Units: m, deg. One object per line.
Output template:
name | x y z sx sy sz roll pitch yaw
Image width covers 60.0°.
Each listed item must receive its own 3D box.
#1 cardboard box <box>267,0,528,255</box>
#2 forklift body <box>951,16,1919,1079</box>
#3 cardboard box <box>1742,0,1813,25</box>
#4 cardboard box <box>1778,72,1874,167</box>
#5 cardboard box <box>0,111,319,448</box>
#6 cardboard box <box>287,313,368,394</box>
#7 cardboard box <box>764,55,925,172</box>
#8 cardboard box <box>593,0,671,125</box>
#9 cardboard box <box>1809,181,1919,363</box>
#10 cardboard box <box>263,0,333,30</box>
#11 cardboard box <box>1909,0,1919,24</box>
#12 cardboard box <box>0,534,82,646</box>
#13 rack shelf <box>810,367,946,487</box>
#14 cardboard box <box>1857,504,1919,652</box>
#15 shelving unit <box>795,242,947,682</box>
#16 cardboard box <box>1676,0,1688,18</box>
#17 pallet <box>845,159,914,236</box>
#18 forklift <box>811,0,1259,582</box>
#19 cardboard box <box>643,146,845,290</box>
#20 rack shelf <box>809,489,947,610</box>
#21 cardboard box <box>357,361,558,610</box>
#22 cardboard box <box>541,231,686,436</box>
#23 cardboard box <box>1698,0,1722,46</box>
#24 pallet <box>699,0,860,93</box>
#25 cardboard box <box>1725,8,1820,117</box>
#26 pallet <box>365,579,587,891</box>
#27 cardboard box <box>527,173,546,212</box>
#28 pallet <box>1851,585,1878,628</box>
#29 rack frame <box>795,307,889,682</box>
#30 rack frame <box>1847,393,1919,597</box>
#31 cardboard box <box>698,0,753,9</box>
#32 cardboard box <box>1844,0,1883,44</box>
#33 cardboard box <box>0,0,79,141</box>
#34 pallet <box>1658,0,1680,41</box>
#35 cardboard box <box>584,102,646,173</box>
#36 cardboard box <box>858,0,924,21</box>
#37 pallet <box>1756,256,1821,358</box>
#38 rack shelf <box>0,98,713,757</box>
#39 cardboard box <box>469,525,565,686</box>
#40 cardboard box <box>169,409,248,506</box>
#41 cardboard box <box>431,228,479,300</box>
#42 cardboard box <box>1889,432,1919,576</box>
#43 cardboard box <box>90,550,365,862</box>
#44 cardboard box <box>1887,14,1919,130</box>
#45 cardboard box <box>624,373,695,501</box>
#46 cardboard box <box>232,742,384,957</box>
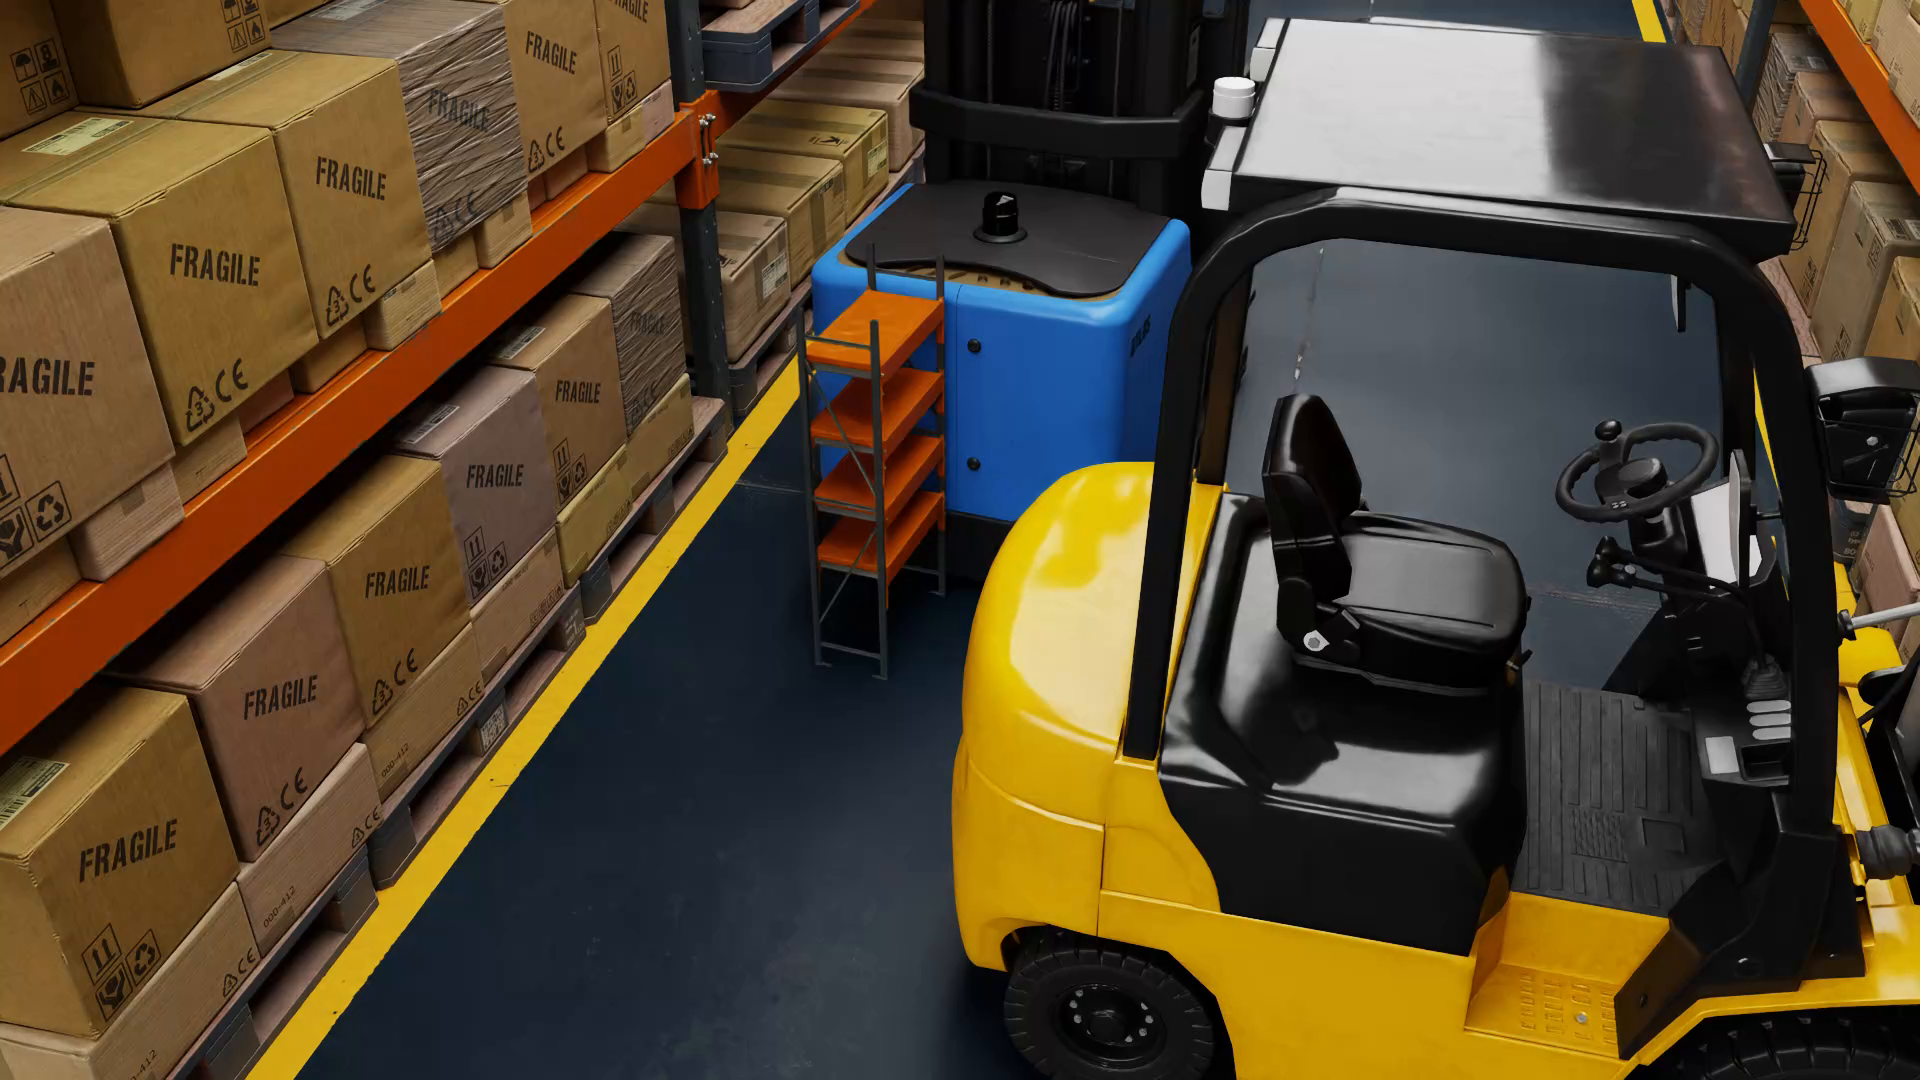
cardboard box | -1.491 -1.083 4.288 0.500 0.500 0.500 9 34 14
forklift body | 1.136 0.157 3.498 2.313 2.155 1.214 8 33 12
cardboard box | 4.330 -2.807 8.703 0.380 0.149 0.250 6 33 10
cardboard box | 4.120 -1.633 7.345 0.875 0.625 0.625 9 34 14
cardboard box | -1.738 -0.552 3.452 0.500 0.500 0.500 7 33 11
cardboard box | -1.654 -0.486 3.953 0.380 0.149 0.250 7 33 11
cardboard box | -0.685 -2.186 8.451 0.950 0.372 0.625 7 33 11
cardboard box | -1.240 -1.621 5.134 0.500 0.500 0.500 7 33 11
cardboard box | 3.760 -0.893 6.181 0.875 0.625 0.625 8 33 12
cardboard box | -1.993 -1.590 4.153 0.700 0.500 0.500 7 33 11
cardboard box | 3.435 -1.749 5.380 0.500 0.250 0.500 7 33 11
cardboard box | -1.900 0.056 3.100 0.380 0.149 0.250 7 33 11
rack shelf | -0.246 -0.355 4.898 0.258 0.148 0.480 11 34 17
cardboard box | 2.991 0.145 4.898 0.500 0.250 0.500 8 33 13
shelving unit | -0.246 -0.223 4.982 0.258 1.200 0.503 11 34 17
cardboard box | 4.868 -3.562 10.495 0.500 0.500 0.500 7 33 11
pallet | -0.864 -1.581 8.040 1.003 0.211 1.213 8 33 12
forklift | 0.519 -1.819 5.880 1.130 2.935 3.031 11 34 17
cardboard box | -1.058 -1.432 7.265 0.950 0.372 0.625 10 34 15
rack shelf | -0.246 0.001 5.125 0.258 0.148 0.480 11 34 17
cardboard box | -1.514 -0.179 4.708 0.500 0.500 0.500 10 34 15
cardboard box | -1.258 -0.708 5.540 0.500 0.500 0.500 8 33 12
cardboard box | 4.616 -3.021 9.645 0.500 0.500 0.500 9 34 14
pallet | -1.033 -2.014 6.301 1.003 0.211 1.213 8 33 12
cardboard box | 4.349 -2.491 8.811 0.500 0.500 0.500 9 34 14
pallet | -1.811 0.447 4.850 1.003 0.211 1.213 8 33 12
cardboard box | -1.429 -1.021 4.795 0.380 0.149 0.250 8 33 12
pallet | 3.192 0.539 4.705 1.003 0.211 1.213 8 33 12
rack frame | -0.332 -0.100 4.789 0.240 1.200 0.015 11 34 17
rack frame | 3.435 -1.044 4.597 1.000 3.000 0.127 8 33 12
cardboard box | -0.922 -2.033 5.995 0.380 0.149 0.250 8 33 13
cardboard box | 3.711 -2.062 6.338 0.500 0.250 0.500 9 34 14
cardboard box | -2.299 -1.067 3.330 0.700 0.500 0.500 8 33 12
pallet | 5.295 -3.592 11.203 1.003 0.211 1.213 8 33 12
cardboard box | -1.211 -1.273 5.191 0.380 0.149 0.250 9 33 13
cardboard box | -0.097 -3.422 9.925 0.875 0.875 0.875 8 33 12
pallet | 3.891 -0.890 6.954 1.003 0.211 1.213 8 33 12
rack shelf | -1.875 -0.377 4.217 1.077 0.370 4.000 8 33 12
cardboard box | -1.517 0.149 4.891 0.500 0.250 0.500 9 33 13
cardboard box | -1.758 -0.208 3.516 0.380 0.149 0.250 9 34 14
cardboard box | -1.503 -0.747 4.364 0.380 0.149 0.250 7 33 12
cardboard box | 3.013 -0.063 4.759 0.500 0.250 0.500 8 33 12
cardboard box | -1.777 0.359 3.862 0.500 0.500 0.500 7 33 11
cardboard box | 3.432 -1.540 5.516 0.500 0.250 0.500 8 33 12
cardboard box | -1.258 -0.392 5.742 0.500 0.250 0.500 10 34 15
cardboard box | -1.774 0.696 4.031 0.500 0.250 0.500 9 34 14
